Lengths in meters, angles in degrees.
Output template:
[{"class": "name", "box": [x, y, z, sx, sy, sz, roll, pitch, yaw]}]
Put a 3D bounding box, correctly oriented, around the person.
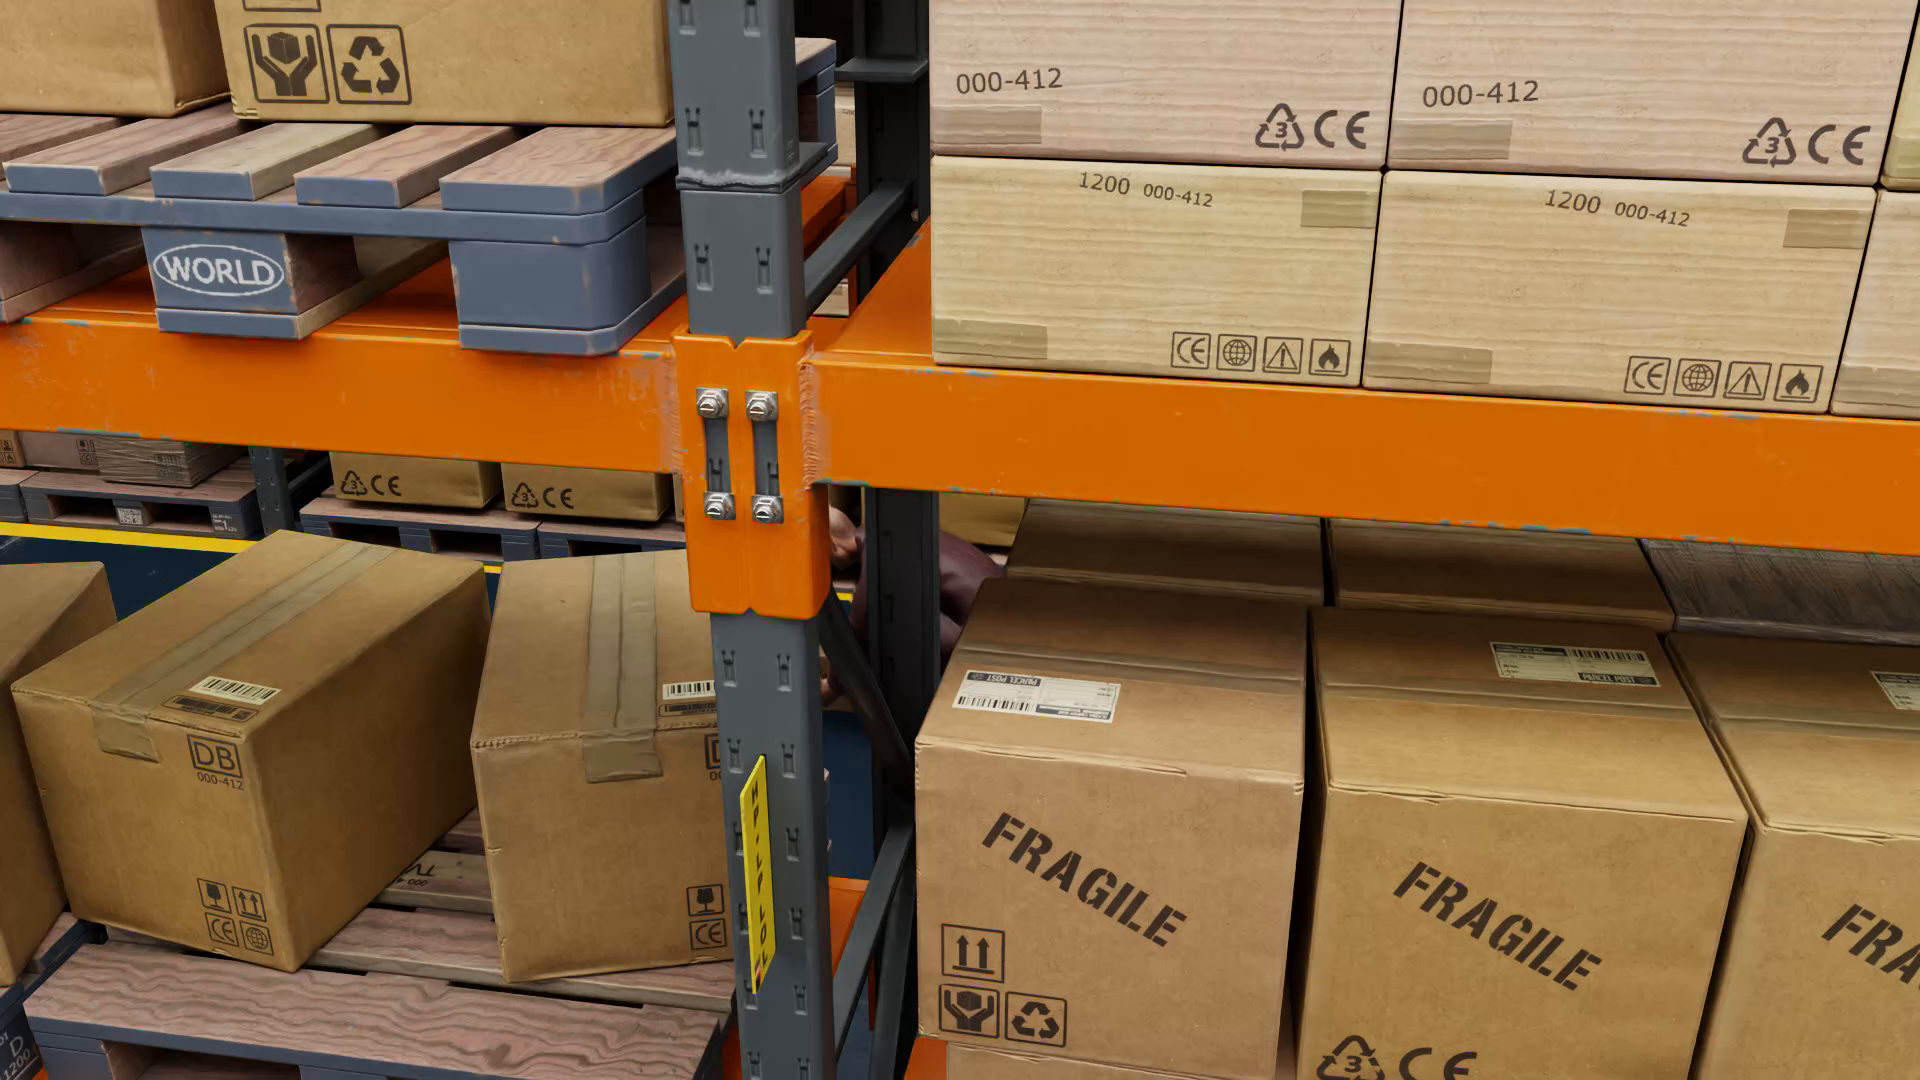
[{"class": "person", "box": [-0.185, 0.292, 6.536, 0.872, 0.906, 0.590, 4, 25, 9]}]
